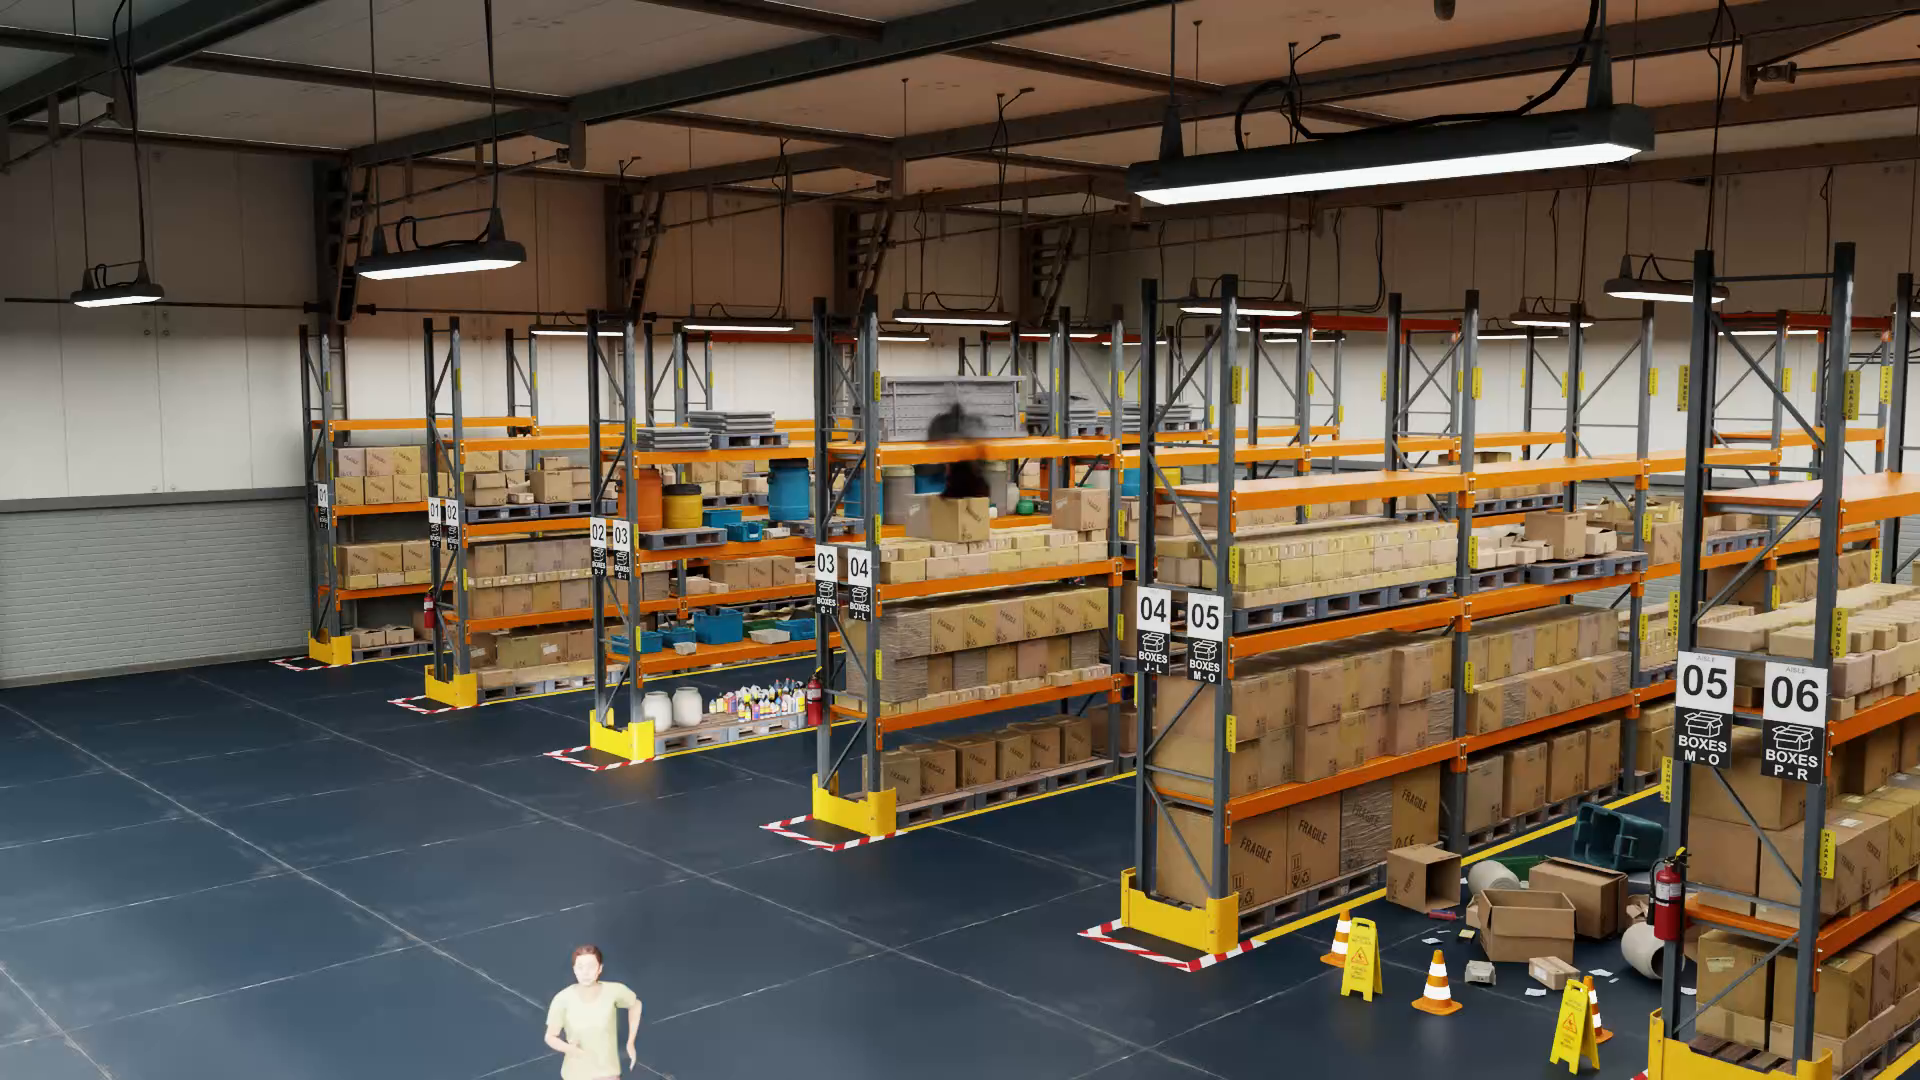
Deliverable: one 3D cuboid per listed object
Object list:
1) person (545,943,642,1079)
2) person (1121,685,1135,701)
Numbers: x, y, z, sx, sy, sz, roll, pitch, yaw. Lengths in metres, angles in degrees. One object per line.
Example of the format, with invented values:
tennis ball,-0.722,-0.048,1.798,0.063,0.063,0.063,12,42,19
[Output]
person,-2.254,3.310,10.204,0.545,1.693,0.693,0,6,-2
person,2.544,1.776,25.471,0.606,1.625,0.924,4,7,35
